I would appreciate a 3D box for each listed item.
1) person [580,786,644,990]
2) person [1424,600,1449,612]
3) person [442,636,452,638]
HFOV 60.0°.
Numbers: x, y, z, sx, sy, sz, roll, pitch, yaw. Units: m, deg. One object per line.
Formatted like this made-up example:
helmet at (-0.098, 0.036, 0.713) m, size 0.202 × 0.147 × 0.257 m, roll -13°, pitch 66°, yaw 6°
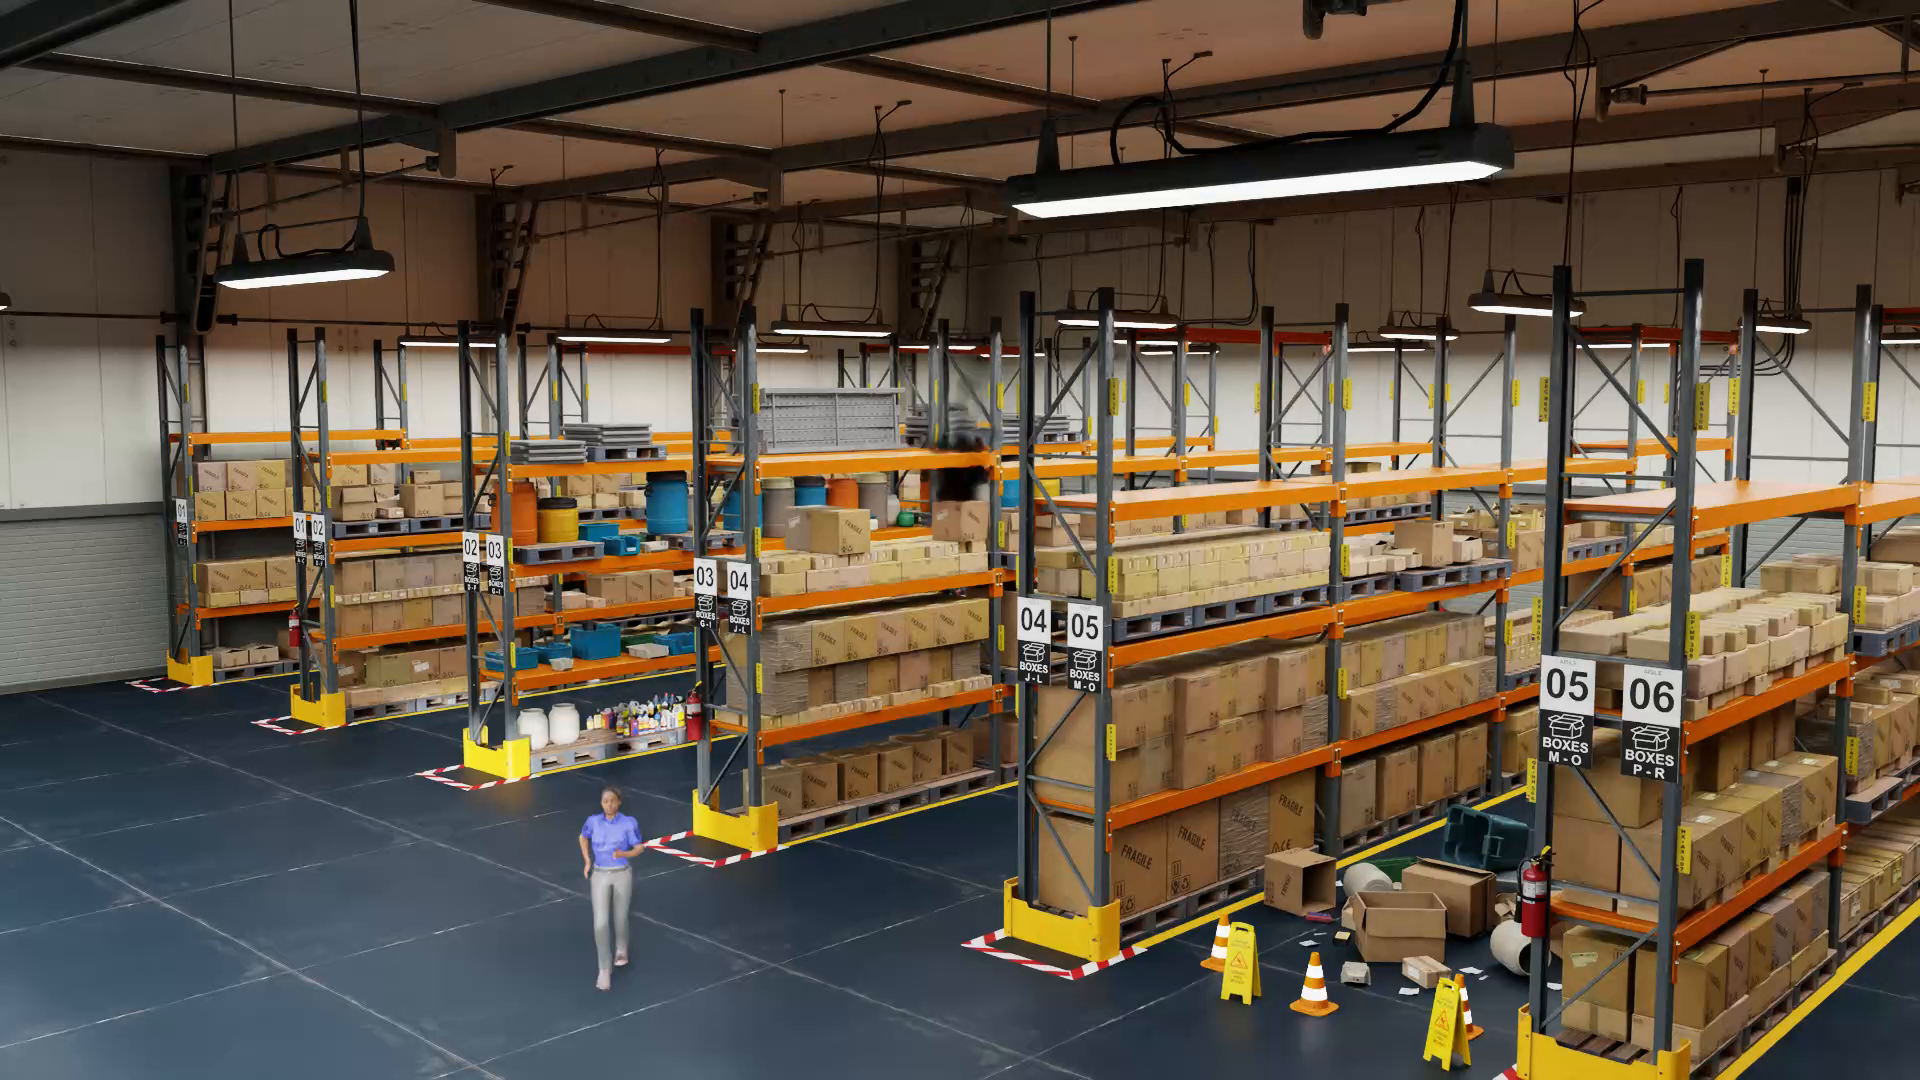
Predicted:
person at (-3.028, 2.987, 14.466) m, size 0.560 × 1.712 × 0.711 m, roll -1°, pitch 5°, yaw -9°
person at (7.767, 1.770, 27.171) m, size 0.628 × 1.791 × 0.856 m, roll 4°, pitch 7°, yaw 37°
person at (-8.840, 1.595, 28.757) m, size 0.578 × 1.698 × 0.870 m, roll 4°, pitch 7°, yaw 37°
